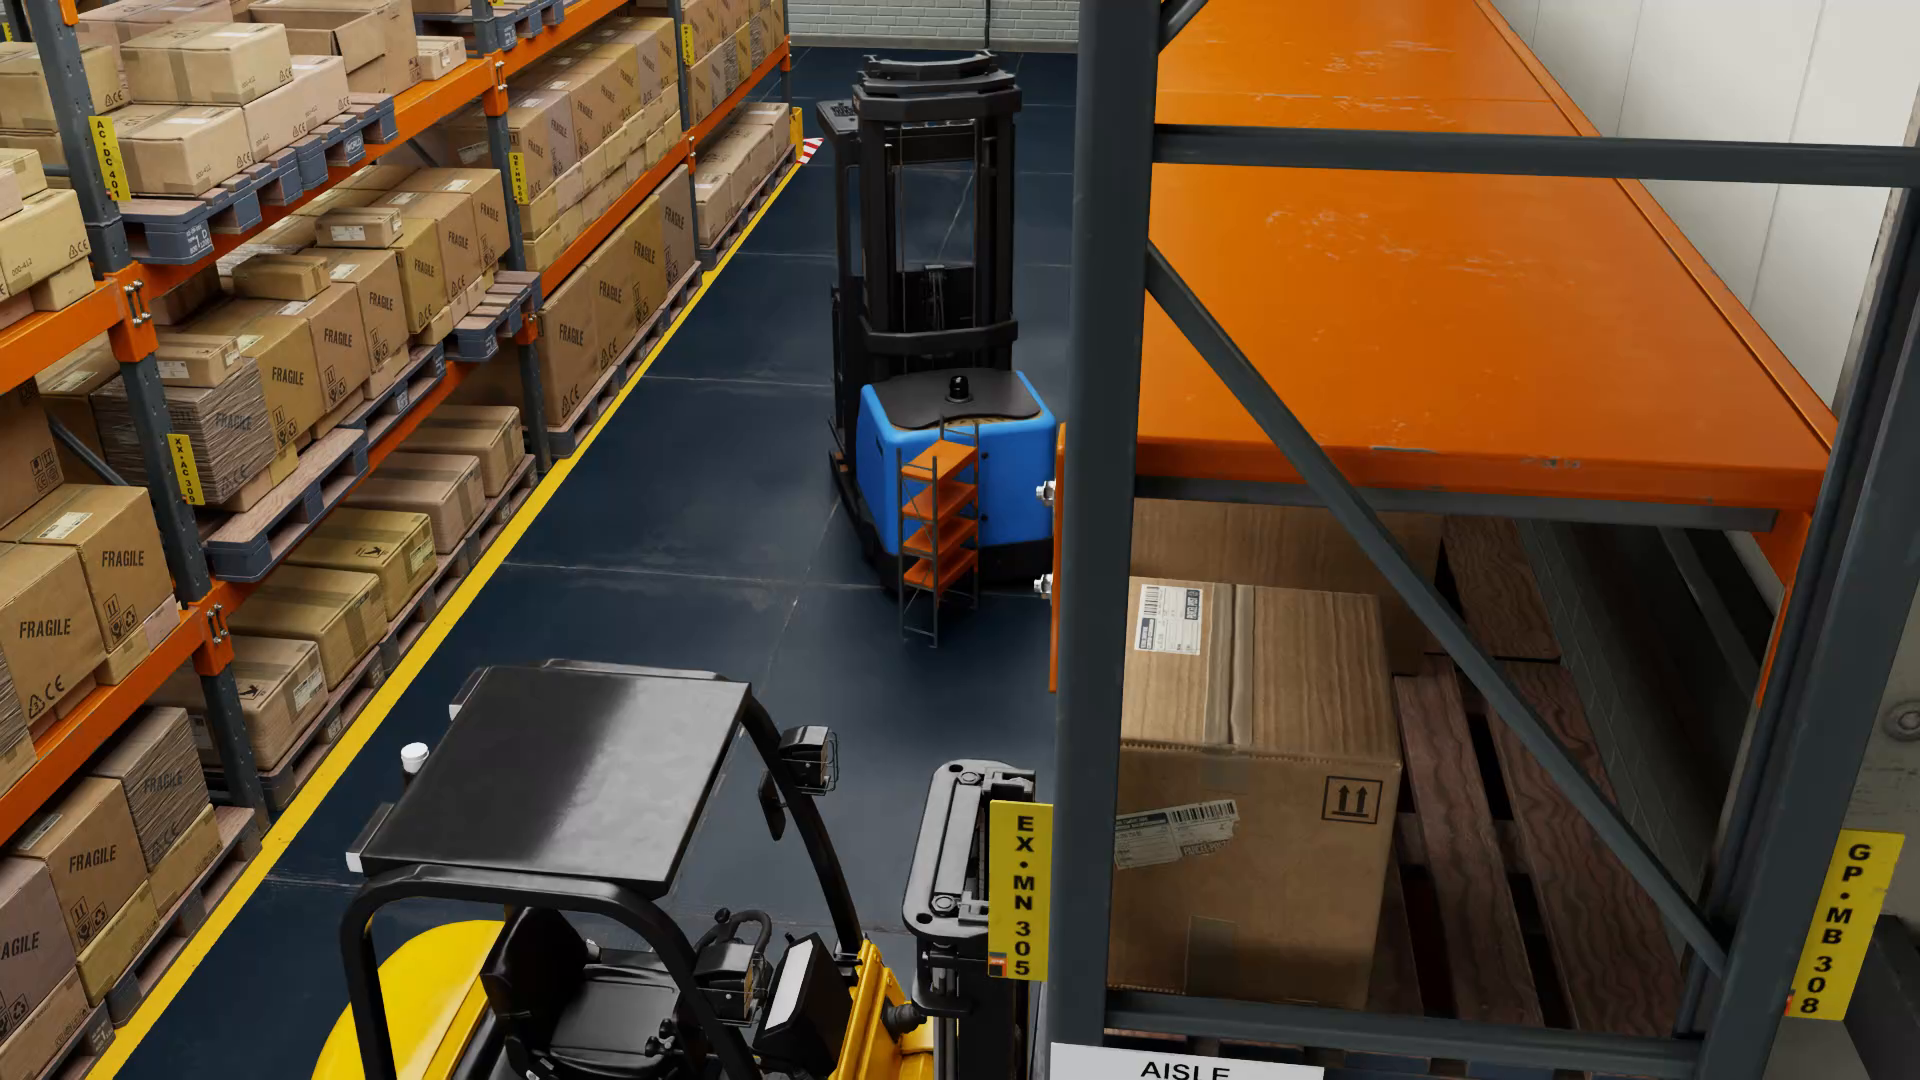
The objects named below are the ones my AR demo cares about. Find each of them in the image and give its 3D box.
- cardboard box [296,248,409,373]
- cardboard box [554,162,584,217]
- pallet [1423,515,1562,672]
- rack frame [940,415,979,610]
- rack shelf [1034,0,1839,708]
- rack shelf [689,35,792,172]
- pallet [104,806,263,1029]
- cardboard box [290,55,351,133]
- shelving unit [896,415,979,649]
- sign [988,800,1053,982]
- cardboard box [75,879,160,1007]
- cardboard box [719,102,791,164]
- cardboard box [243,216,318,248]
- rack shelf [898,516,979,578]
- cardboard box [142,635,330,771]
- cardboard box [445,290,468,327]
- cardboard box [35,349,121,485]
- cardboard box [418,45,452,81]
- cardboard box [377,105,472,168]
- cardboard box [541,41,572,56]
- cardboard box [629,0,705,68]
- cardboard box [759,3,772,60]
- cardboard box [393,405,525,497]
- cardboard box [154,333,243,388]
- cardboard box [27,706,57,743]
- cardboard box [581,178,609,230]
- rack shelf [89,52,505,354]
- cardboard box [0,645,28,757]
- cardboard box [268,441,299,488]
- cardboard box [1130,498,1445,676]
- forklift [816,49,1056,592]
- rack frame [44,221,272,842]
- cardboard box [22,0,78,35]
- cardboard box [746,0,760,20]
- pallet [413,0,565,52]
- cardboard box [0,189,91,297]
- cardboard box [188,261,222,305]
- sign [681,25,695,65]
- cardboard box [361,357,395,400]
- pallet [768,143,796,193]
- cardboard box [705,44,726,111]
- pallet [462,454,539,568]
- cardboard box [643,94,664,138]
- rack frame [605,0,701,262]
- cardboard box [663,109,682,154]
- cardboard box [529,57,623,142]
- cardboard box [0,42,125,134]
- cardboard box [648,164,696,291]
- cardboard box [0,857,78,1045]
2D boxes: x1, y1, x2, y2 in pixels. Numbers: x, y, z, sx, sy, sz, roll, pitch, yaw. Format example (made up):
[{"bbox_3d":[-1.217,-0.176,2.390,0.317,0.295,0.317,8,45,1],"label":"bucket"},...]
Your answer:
[{"bbox_3d":[-3.279,-1.217,8.776,0.500,0.500,0.500,2,28,4],"label":"cardboard box"},{"bbox_3d":[-2.946,-2.447,11.553,0.500,0.250,0.500,4,29,7],"label":"cardboard box"},{"bbox_3d":[0.888,0.038,4.239,1.003,0.211,1.213,3,28,6],"label":"pallet"},{"bbox_3d":[-0.004,-0.144,9.545,0.240,1.200,0.015,14,31,24],"label":"rack frame"},{"bbox_3d":[0.874,-0.863,3.836,1.077,0.370,4.000,3,28,6],"label":"rack shelf"},{"bbox_3d":[-2.583,-4.333,16.181,1.077,0.370,4.000,3,28,6],"label":"rack shelf"},{"bbox_3d":[-3.855,1.603,7.344,1.003,0.211,1.213,3,28,6],"label":"pallet"},{"bbox_3d":[-3.237,-2.111,7.850,0.500,0.250,0.500,3,28,6],"label":"cardboard box"},{"bbox_3d":[-0.118,-0.042,9.355,0.258,1.200,0.503,14,31,24],"label":"shelving unit"},{"bbox_3d":[0.092,0.513,2.414,0.100,0.325,0.005,3,28,6],"label":"sign"},{"bbox_3d":[-3.669,1.628,6.814,0.500,0.250,0.500,3,28,5],"label":"cardboard box"},{"bbox_3d":[-2.319,-4.332,17.679,0.875,0.438,0.875,2,28,4],"label":"cardboard box"},{"bbox_3d":[-3.718,-1.491,9.285,0.500,0.500,0.500,4,29,7],"label":"cardboard box"},{"bbox_3d":[-0.118,0.017,9.387,0.258,0.148,0.480,14,31,24],"label":"rack shelf"},{"bbox_3d":[-3.746,0.782,8.255,0.950,0.372,0.625,4,29,7],"label":"cardboard box"},{"bbox_3d":[-3.111,-1.362,9.730,0.380,0.149,0.250,2,28,4],"label":"cardboard box"},{"bbox_3d":[-3.979,-0.533,7.508,0.500,0.500,0.500,3,28,5],"label":"cardboard box"},{"bbox_3d":[-3.170,-2.758,9.600,0.380,0.149,0.250,3,28,6],"label":"cardboard box"},{"bbox_3d":[-3.514,-2.568,10.987,0.500,0.500,0.500,3,28,5],"label":"cardboard box"},{"bbox_3d":[-3.266,-3.525,12.763,0.500,0.500,0.500,3,28,5],"label":"cardboard box"},{"bbox_3d":[-2.529,-4.403,14.392,0.500,0.500,0.500,4,29,7],"label":"cardboard box"},{"bbox_3d":[-2.210,-5.157,16.847,0.500,0.500,0.500,3,28,5],"label":"cardboard box"},{"bbox_3d":[-3.397,-0.588,10.799,0.950,0.372,0.625,1,28,3],"label":"cardboard box"},{"bbox_3d":[-3.399,-0.789,7.298,0.380,0.149,0.250,3,28,6],"label":"cardboard box"},{"bbox_3d":[-3.722,0.689,6.365,0.380,0.149,0.250,3,28,5],"label":"cardboard box"},{"bbox_3d":[-2.893,-2.465,12.112,0.500,0.250,0.500,4,29,8],"label":"cardboard box"},{"bbox_3d":[-3.563,-1.888,8.480,1.077,0.370,4.000,3,28,6],"label":"rack shelf"},{"bbox_3d":[-3.731,0.593,5.859,0.500,0.500,0.500,4,29,8],"label":"cardboard box"},{"bbox_3d":[-3.387,-0.376,7.899,0.380,0.149,0.250,4,29,7],"label":"cardboard box"},{"bbox_3d":[0.666,-0.065,3.685,0.700,0.500,0.500,4,29,7],"label":"cardboard box"},{"bbox_3d":[-0.269,-1.667,10.546,1.130,2.935,3.031,-7,29,-12],"label":"forklift"},{"bbox_3d":[-3.808,0.057,7.273,1.000,3.000,0.127,3,28,6],"label":"rack frame"},{"bbox_3d":[-7.964,-4.801,14.817,0.500,0.500,0.500,2,28,4],"label":"cardboard box"},{"bbox_3d":[-2.259,-5.354,16.159,0.500,0.500,0.500,3,28,6],"label":"cardboard box"},{"bbox_3d":[-3.292,-3.369,10.670,1.213,0.211,1.003,5,29,9],"label":"pallet"},{"bbox_3d":[-3.595,-1.104,6.110,0.500,0.250,0.500,3,28,6],"label":"cardboard box"},{"bbox_3d":[-3.894,-1.274,8.199,0.380,0.149,0.250,2,28,4],"label":"cardboard box"},{"bbox_3d":[-2.288,-4.156,13.957,0.100,0.325,0.005,3,28,6],"label":"sign"},{"bbox_3d":[-3.239,-0.871,8.818,0.380,0.149,0.250,4,29,8],"label":"cardboard box"},{"bbox_3d":[-2.358,-3.983,17.712,1.003,0.211,1.213,3,28,6],"label":"pallet"},{"bbox_3d":[-2.445,-4.195,15.060,0.500,0.500,0.500,4,29,7],"label":"cardboard box"},{"bbox_3d":[-3.415,-0.230,10.747,1.003,0.211,1.213,3,28,6],"label":"pallet"},{"bbox_3d":[-2.694,-3.405,13.331,0.500,0.250,0.500,4,29,7],"label":"cardboard box"},{"bbox_3d":[-2.828,-3.708,14.263,1.000,3.000,0.127,3,28,6],"label":"rack frame"},{"bbox_3d":[-2.632,-3.417,13.879,0.500,0.250,0.500,3,28,5],"label":"cardboard box"},{"bbox_3d":[-2.820,-3.242,12.237,0.500,0.500,0.500,4,29,7],"label":"cardboard box"},{"bbox_3d":[-3.863,-1.882,6.899,0.500,0.250,0.500,4,29,7],"label":"cardboard box"},{"bbox_3d":[-2.824,-2.661,14.117,0.875,0.875,0.875,4,29,8],"label":"cardboard box"},{"bbox_3d":[-3.736,1.527,6.211,0.500,0.500,0.500,5,29,9],"label":"cardboard box"}]
